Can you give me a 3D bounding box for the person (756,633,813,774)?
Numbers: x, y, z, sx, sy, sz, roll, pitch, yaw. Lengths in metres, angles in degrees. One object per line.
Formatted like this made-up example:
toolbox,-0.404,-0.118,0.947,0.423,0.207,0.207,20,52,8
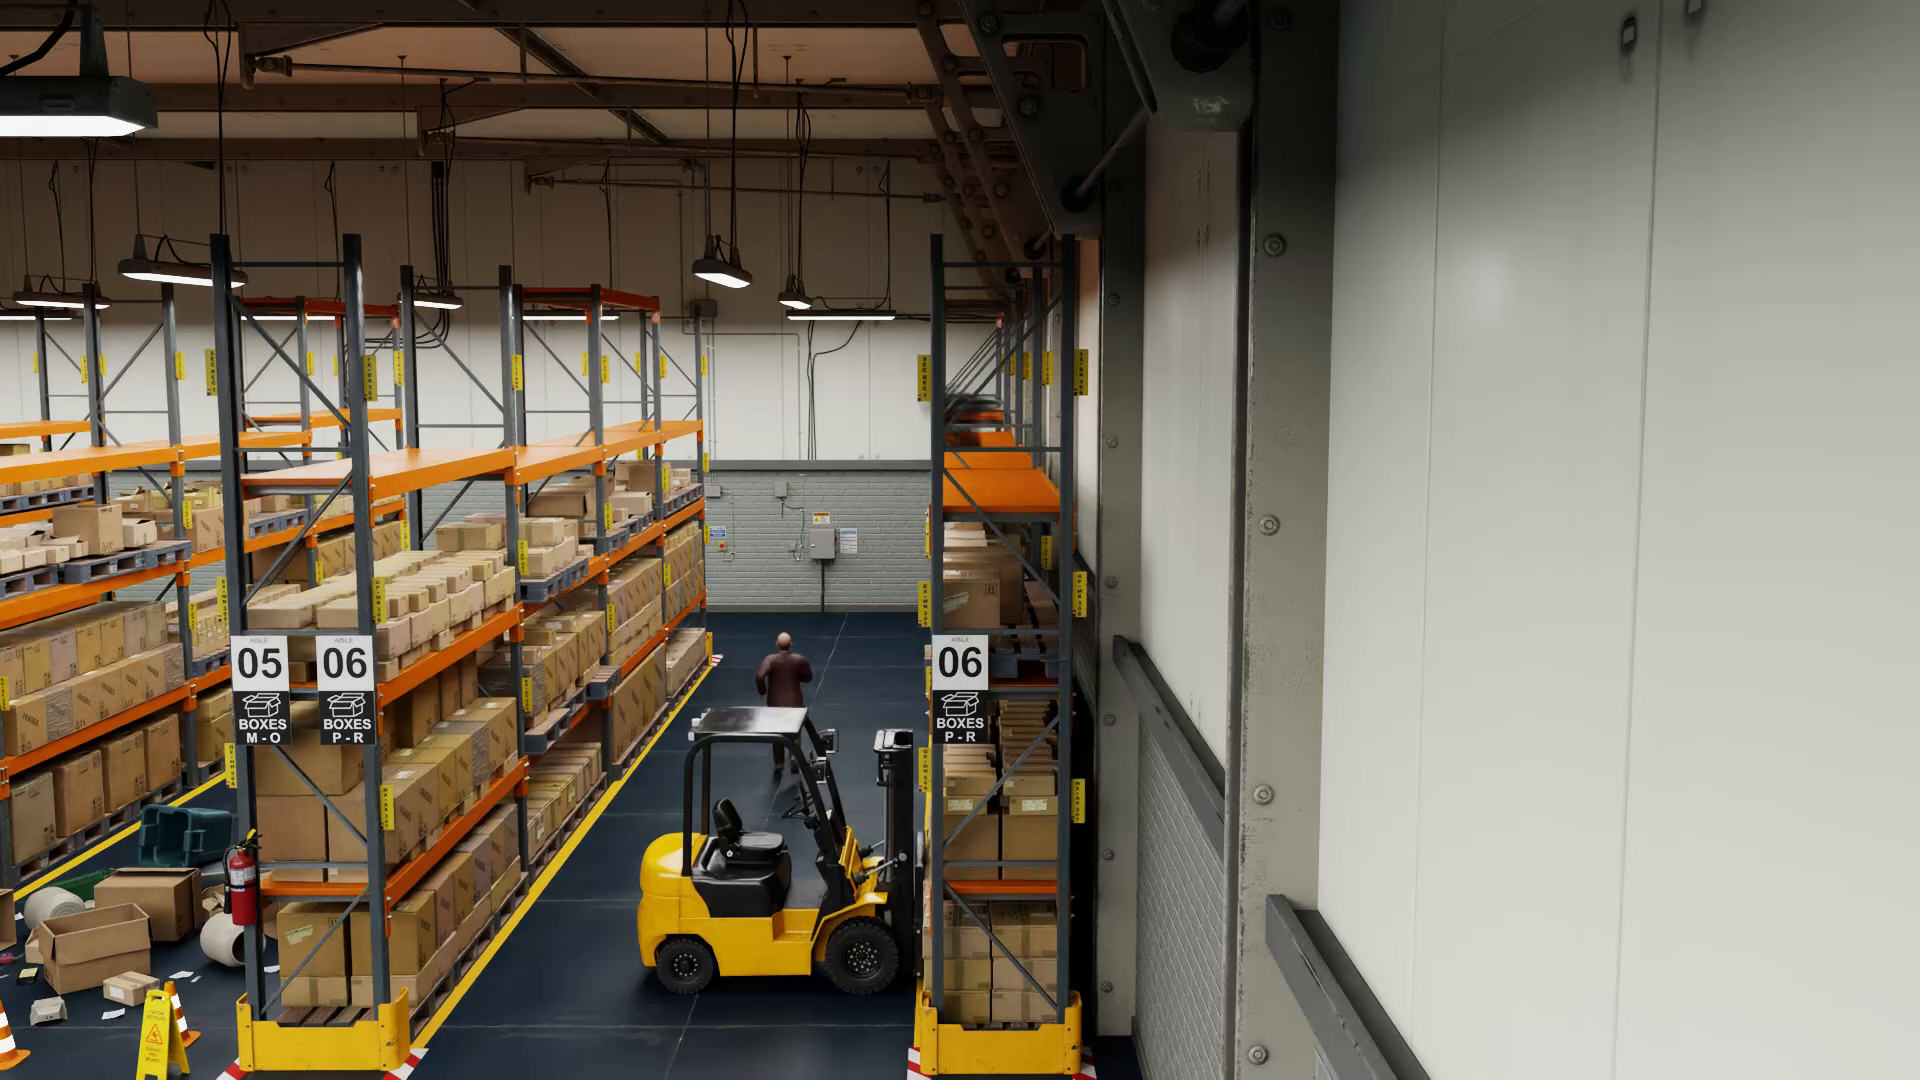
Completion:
person,-2.161,2.003,20.484,0.715,1.751,1.063,-1,6,-9
